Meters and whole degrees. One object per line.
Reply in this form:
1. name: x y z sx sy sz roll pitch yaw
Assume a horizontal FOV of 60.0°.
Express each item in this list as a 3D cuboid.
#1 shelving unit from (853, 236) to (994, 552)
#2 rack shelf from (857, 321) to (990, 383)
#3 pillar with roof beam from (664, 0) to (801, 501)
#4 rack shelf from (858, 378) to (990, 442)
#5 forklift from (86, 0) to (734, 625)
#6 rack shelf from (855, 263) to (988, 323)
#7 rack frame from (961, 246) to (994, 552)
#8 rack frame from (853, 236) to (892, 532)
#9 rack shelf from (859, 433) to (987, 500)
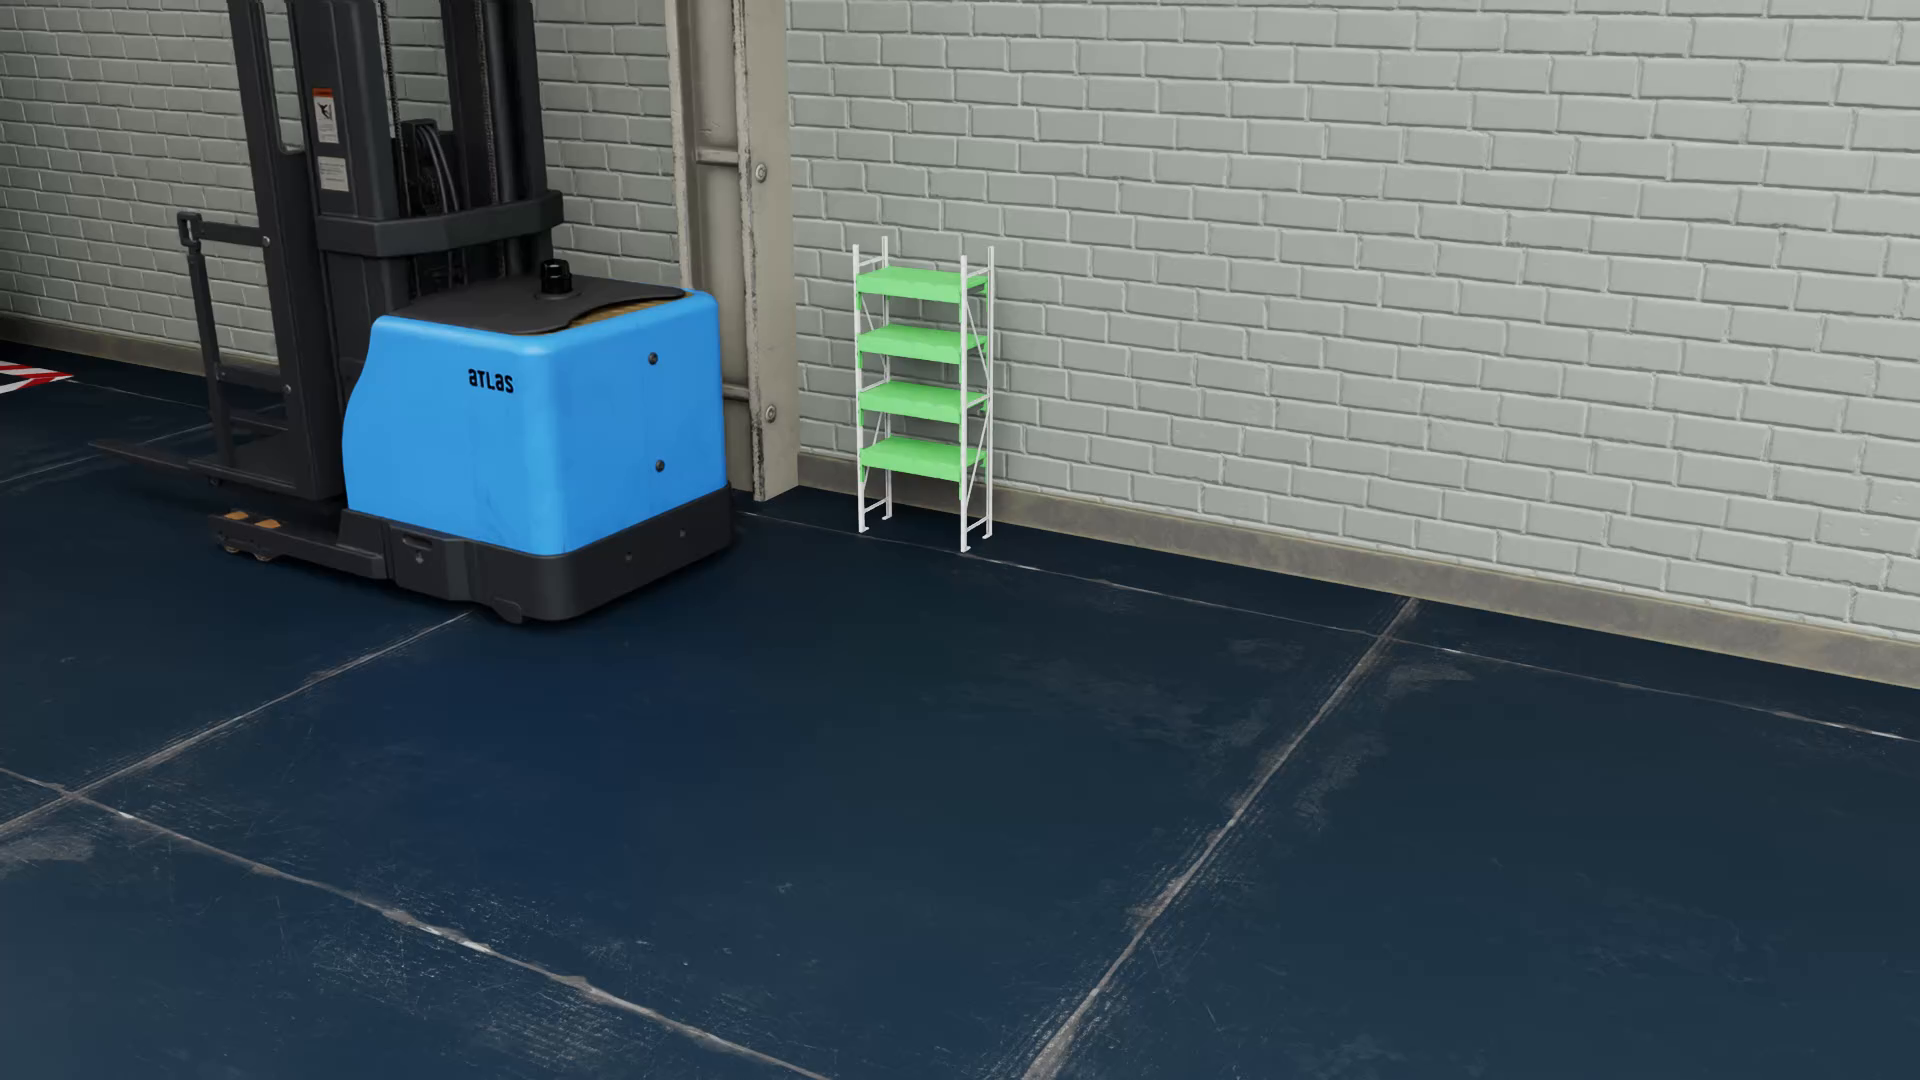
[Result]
1. shelving unit: -0.145 -0.592 6.736 0.503 1.200 0.258 11 23 27
2. rack shelf: -0.145 -0.757 6.676 0.480 0.148 0.258 11 23 27
3. pillar with roof beam: -3.065 -3.196 2.480 0.400 9.000 9.100 11 23 27
4. rack shelf: -0.145 -0.531 6.758 0.480 0.148 0.258 11 23 27
5. forklift: -2.430 -1.432 6.514 3.031 2.935 1.130 12 23 29
6. rack shelf: -0.145 -0.983 6.594 0.480 0.148 0.258 11 23 27
7. rack frame: 0.068 -0.551 6.624 0.015 1.200 0.240 11 23 27
8. rack frame: -0.358 -0.632 6.848 0.015 1.200 0.240 11 23 27
9. rack shelf: -0.145 -0.306 6.840 0.480 0.148 0.258 11 23 27
